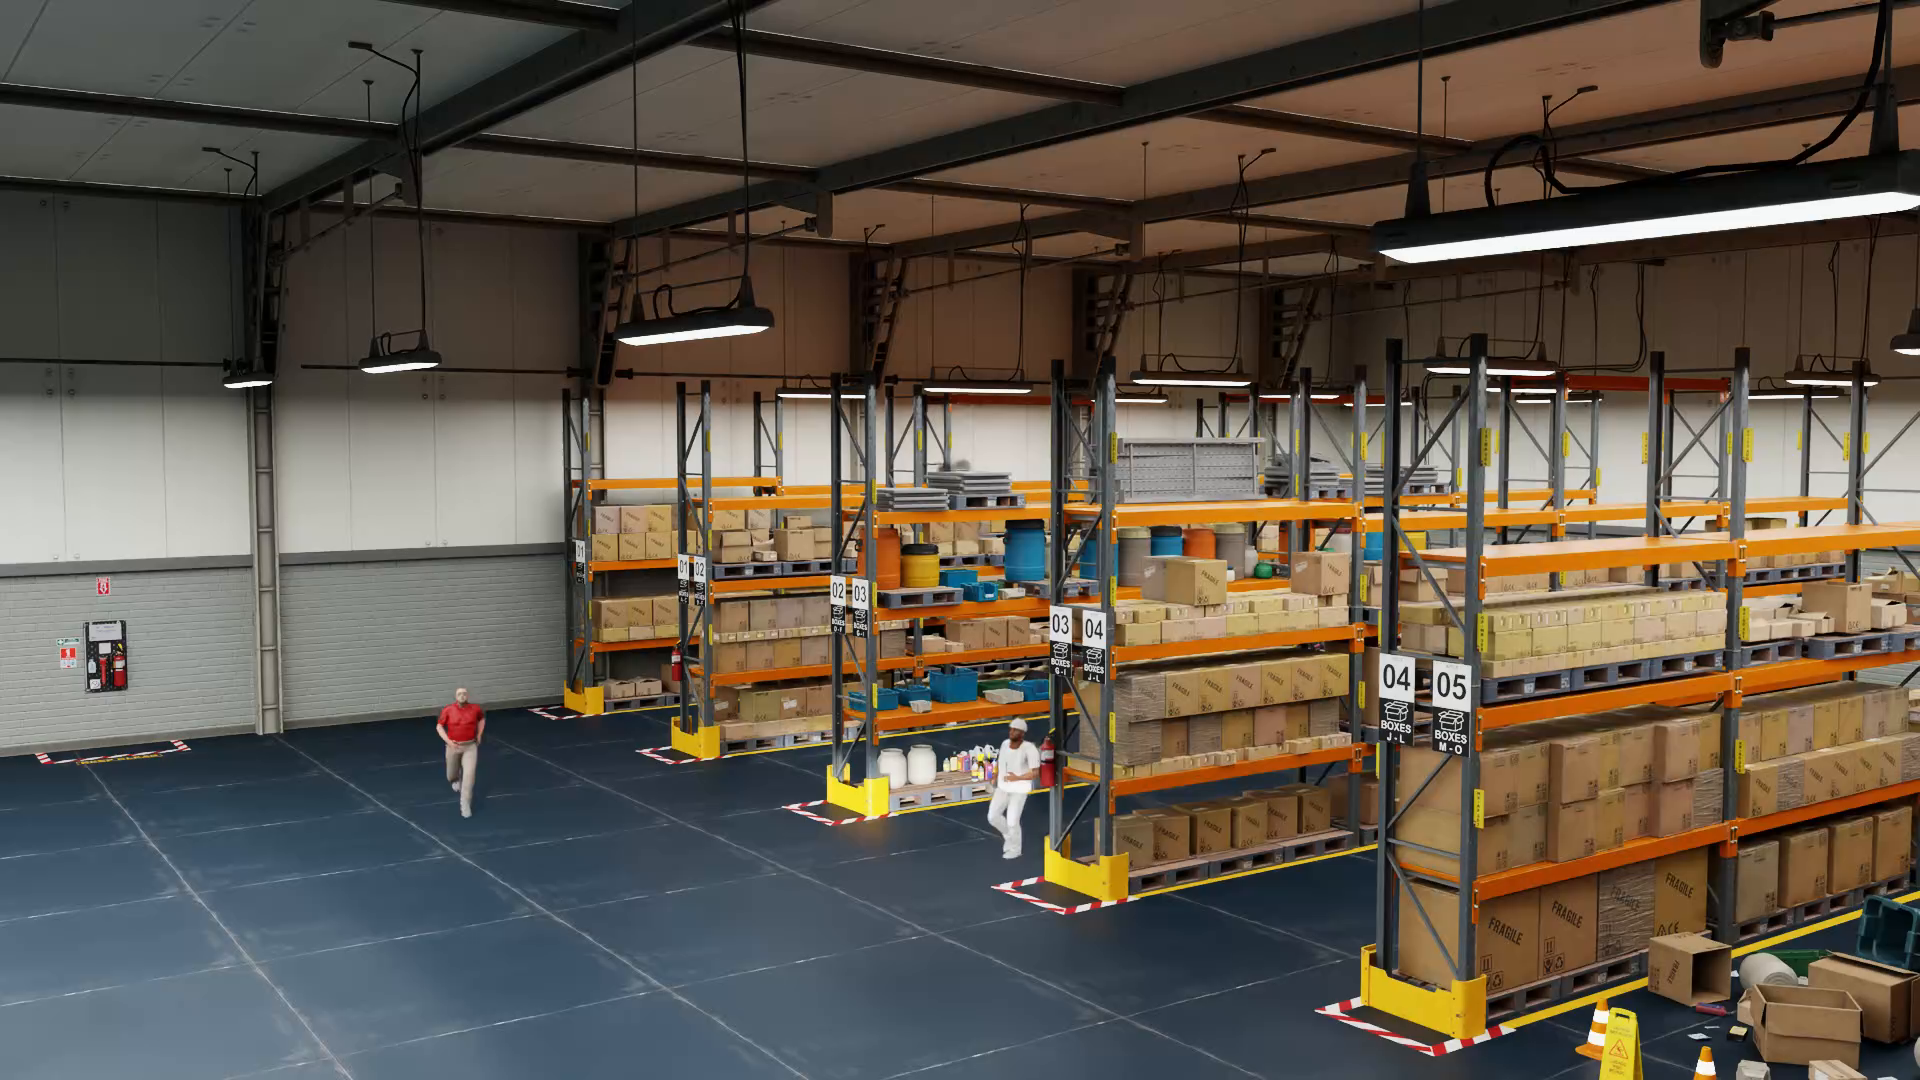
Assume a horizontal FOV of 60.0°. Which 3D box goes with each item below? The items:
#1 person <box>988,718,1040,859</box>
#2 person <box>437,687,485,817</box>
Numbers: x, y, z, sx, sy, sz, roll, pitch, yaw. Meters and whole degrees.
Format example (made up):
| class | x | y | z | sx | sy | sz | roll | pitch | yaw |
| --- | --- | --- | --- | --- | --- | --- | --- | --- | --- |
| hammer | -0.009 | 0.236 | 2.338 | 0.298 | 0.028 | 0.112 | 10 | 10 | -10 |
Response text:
| class | x | y | z | sx | sy | sz | roll | pitch | yaw |
| --- | --- | --- | --- | --- | --- | --- | --- | --- | --- |
| person | 0.643 | 3.011 | 20.113 | 0.706 | 1.718 | 0.576 | 3 | 5 | 36 |
| person | -6.850 | 2.875 | 22.846 | 0.639 | 1.727 | 1.059 | -1 | 4 | -14 |
